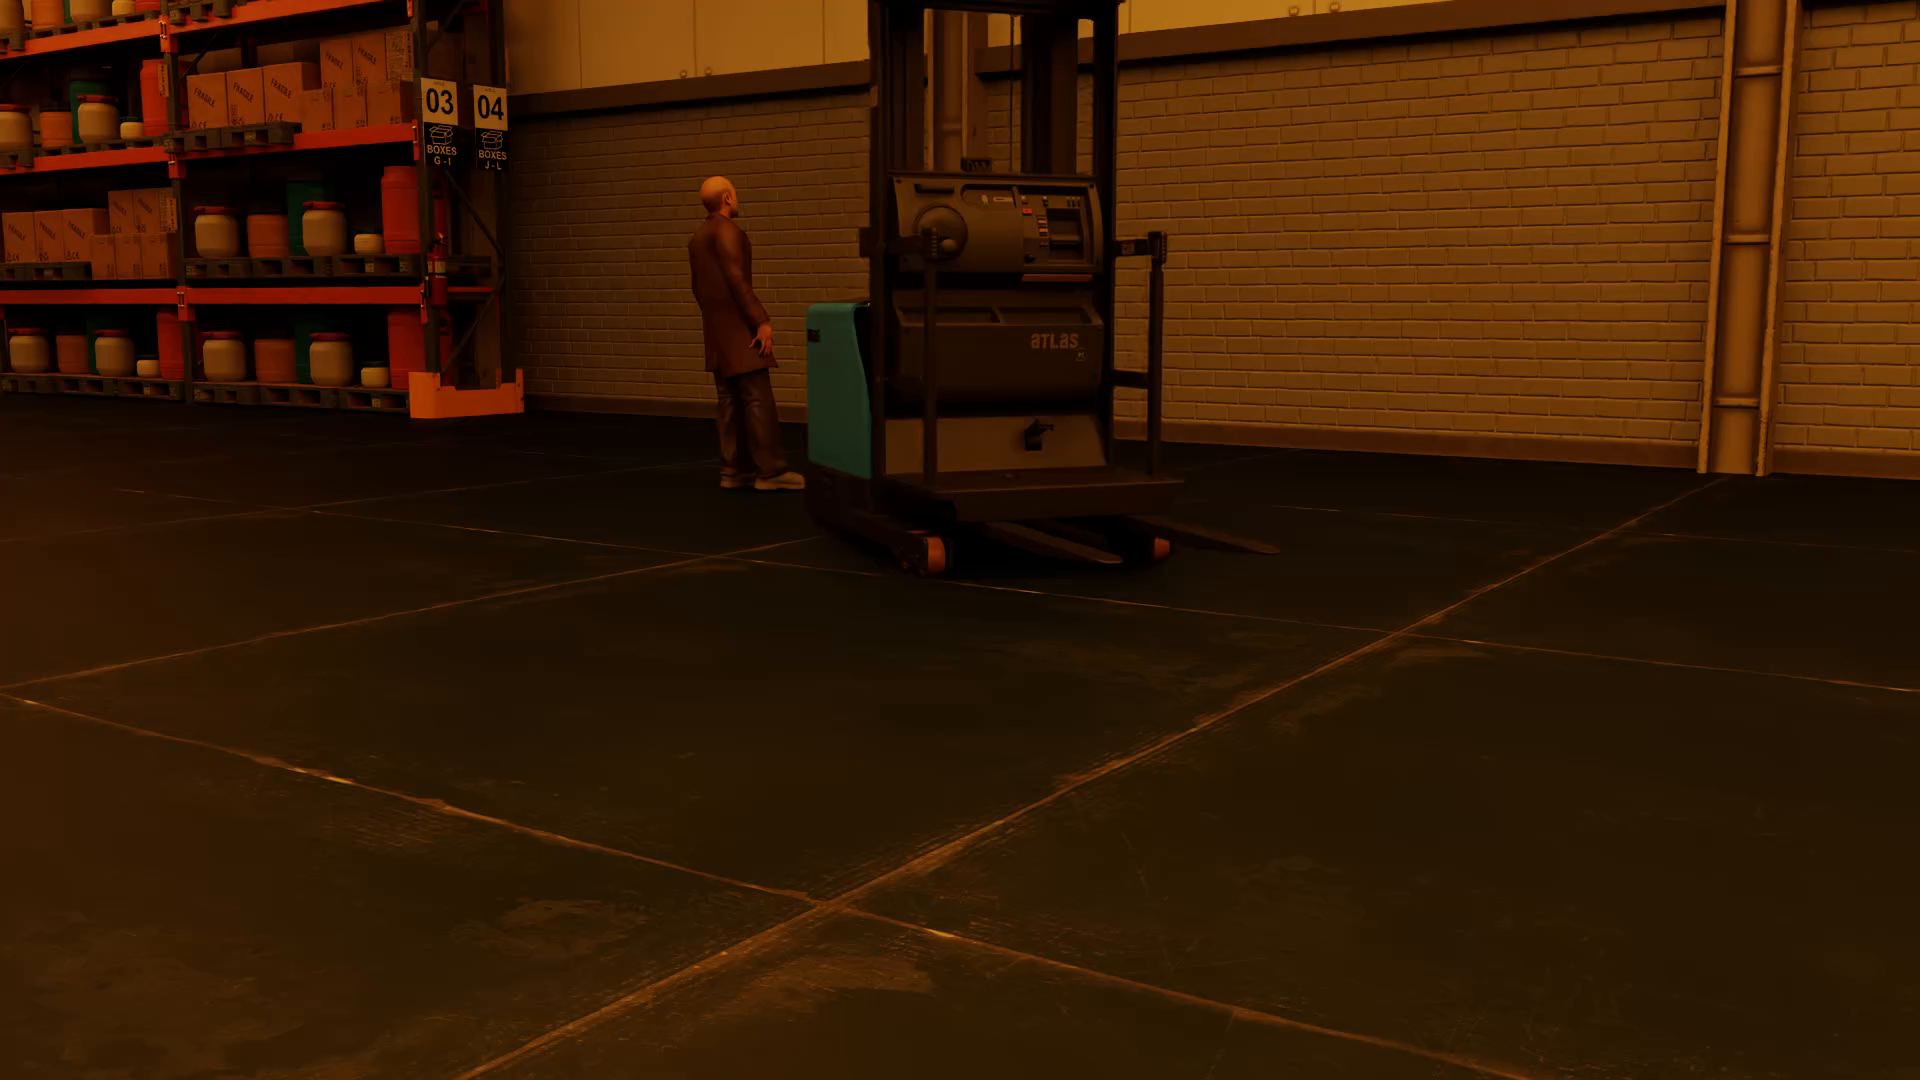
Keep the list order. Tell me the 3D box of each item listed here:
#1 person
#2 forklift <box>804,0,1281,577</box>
[{"bbox_3d":[-1.216,-1.188,9.591,0.584,1.776,0.695,-5,10,-32],"label":"person"},{"bbox_3d":[0.246,-1.370,6.827,1.130,2.935,3.031,-3,9,-21],"label":"forklift"}]
